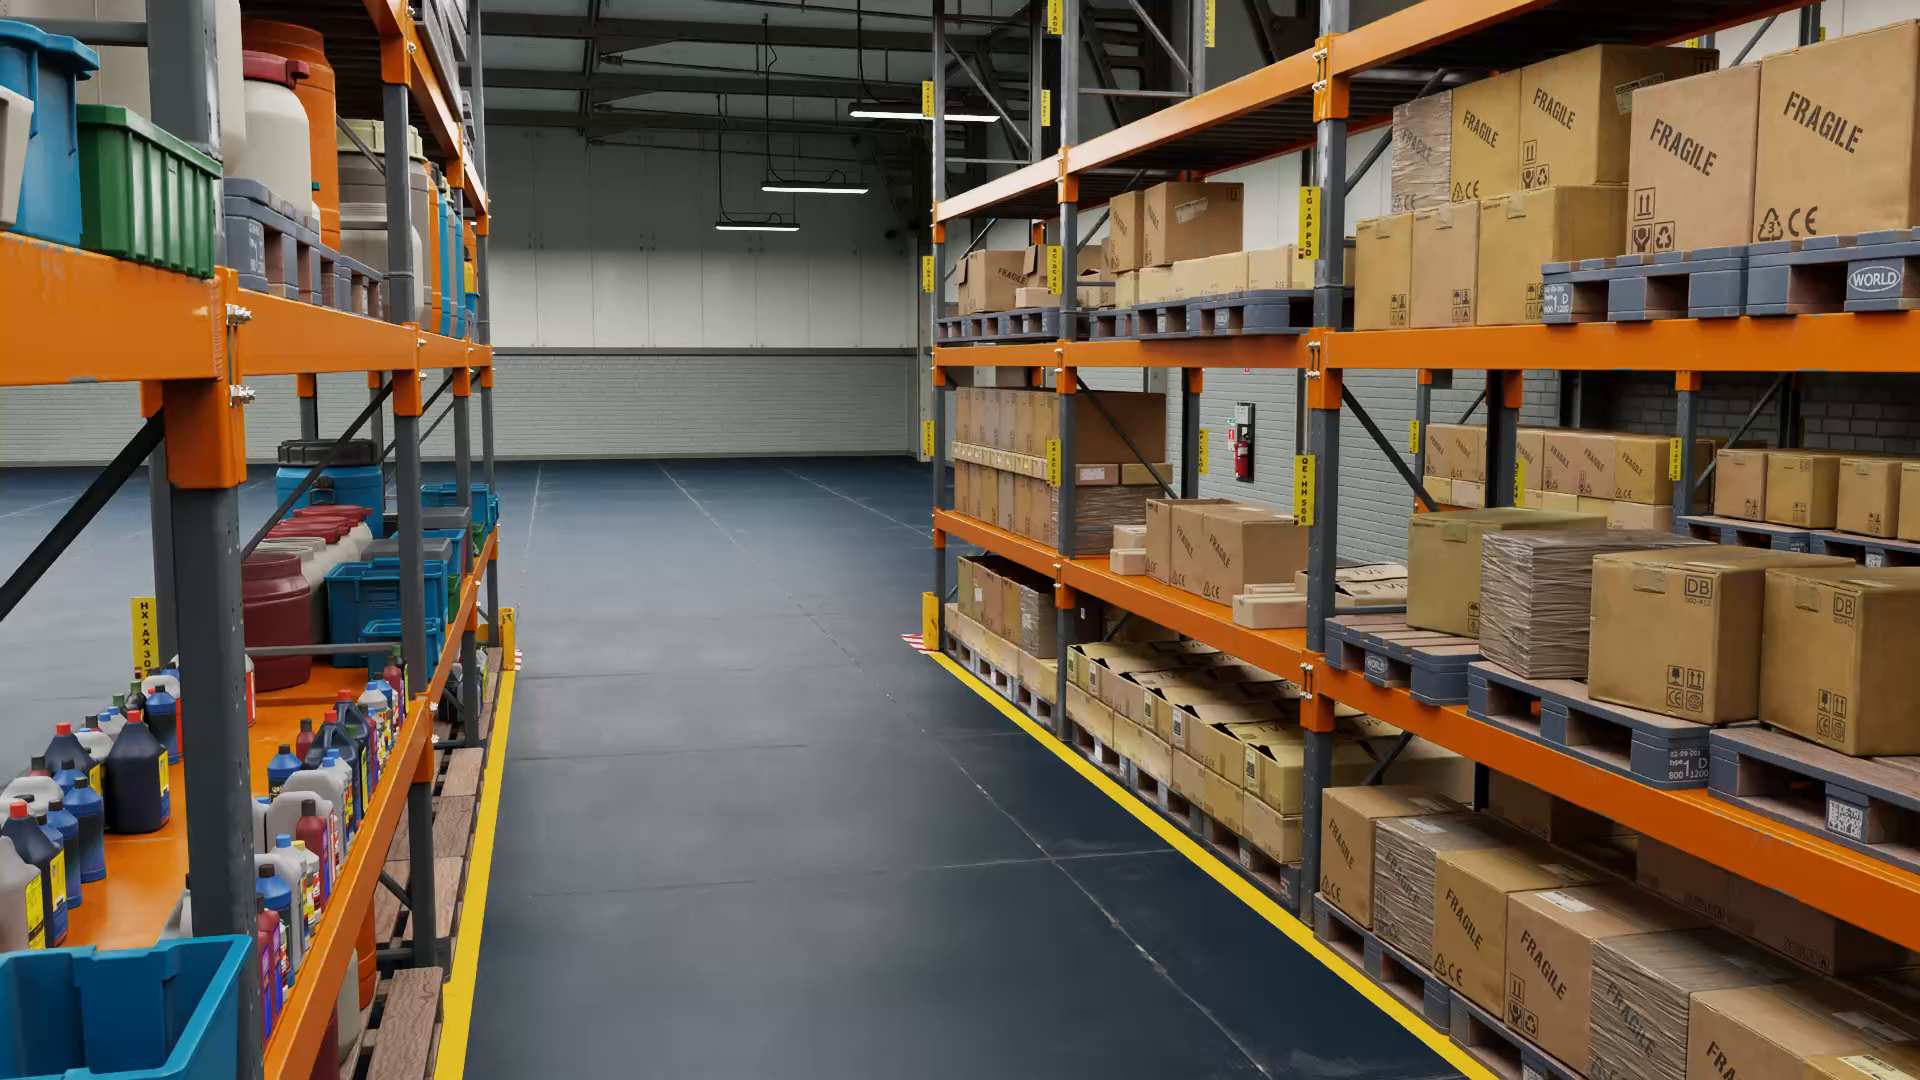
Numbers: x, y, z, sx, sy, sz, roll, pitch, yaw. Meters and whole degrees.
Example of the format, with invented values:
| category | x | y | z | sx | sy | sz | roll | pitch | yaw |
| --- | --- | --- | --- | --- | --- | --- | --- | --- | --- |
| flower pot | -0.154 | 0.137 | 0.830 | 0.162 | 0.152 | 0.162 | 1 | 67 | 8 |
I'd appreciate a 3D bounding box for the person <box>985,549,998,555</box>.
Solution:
| category | x | y | z | sx | sy | sz | roll | pitch | yaw |
| --- | --- | --- | --- | --- | --- | --- | --- | --- | --- |
| person | 0.474 | -0.115 | 17.931 | 0.568 | 1.763 | 0.505 | -2 | 6 | -14 |
